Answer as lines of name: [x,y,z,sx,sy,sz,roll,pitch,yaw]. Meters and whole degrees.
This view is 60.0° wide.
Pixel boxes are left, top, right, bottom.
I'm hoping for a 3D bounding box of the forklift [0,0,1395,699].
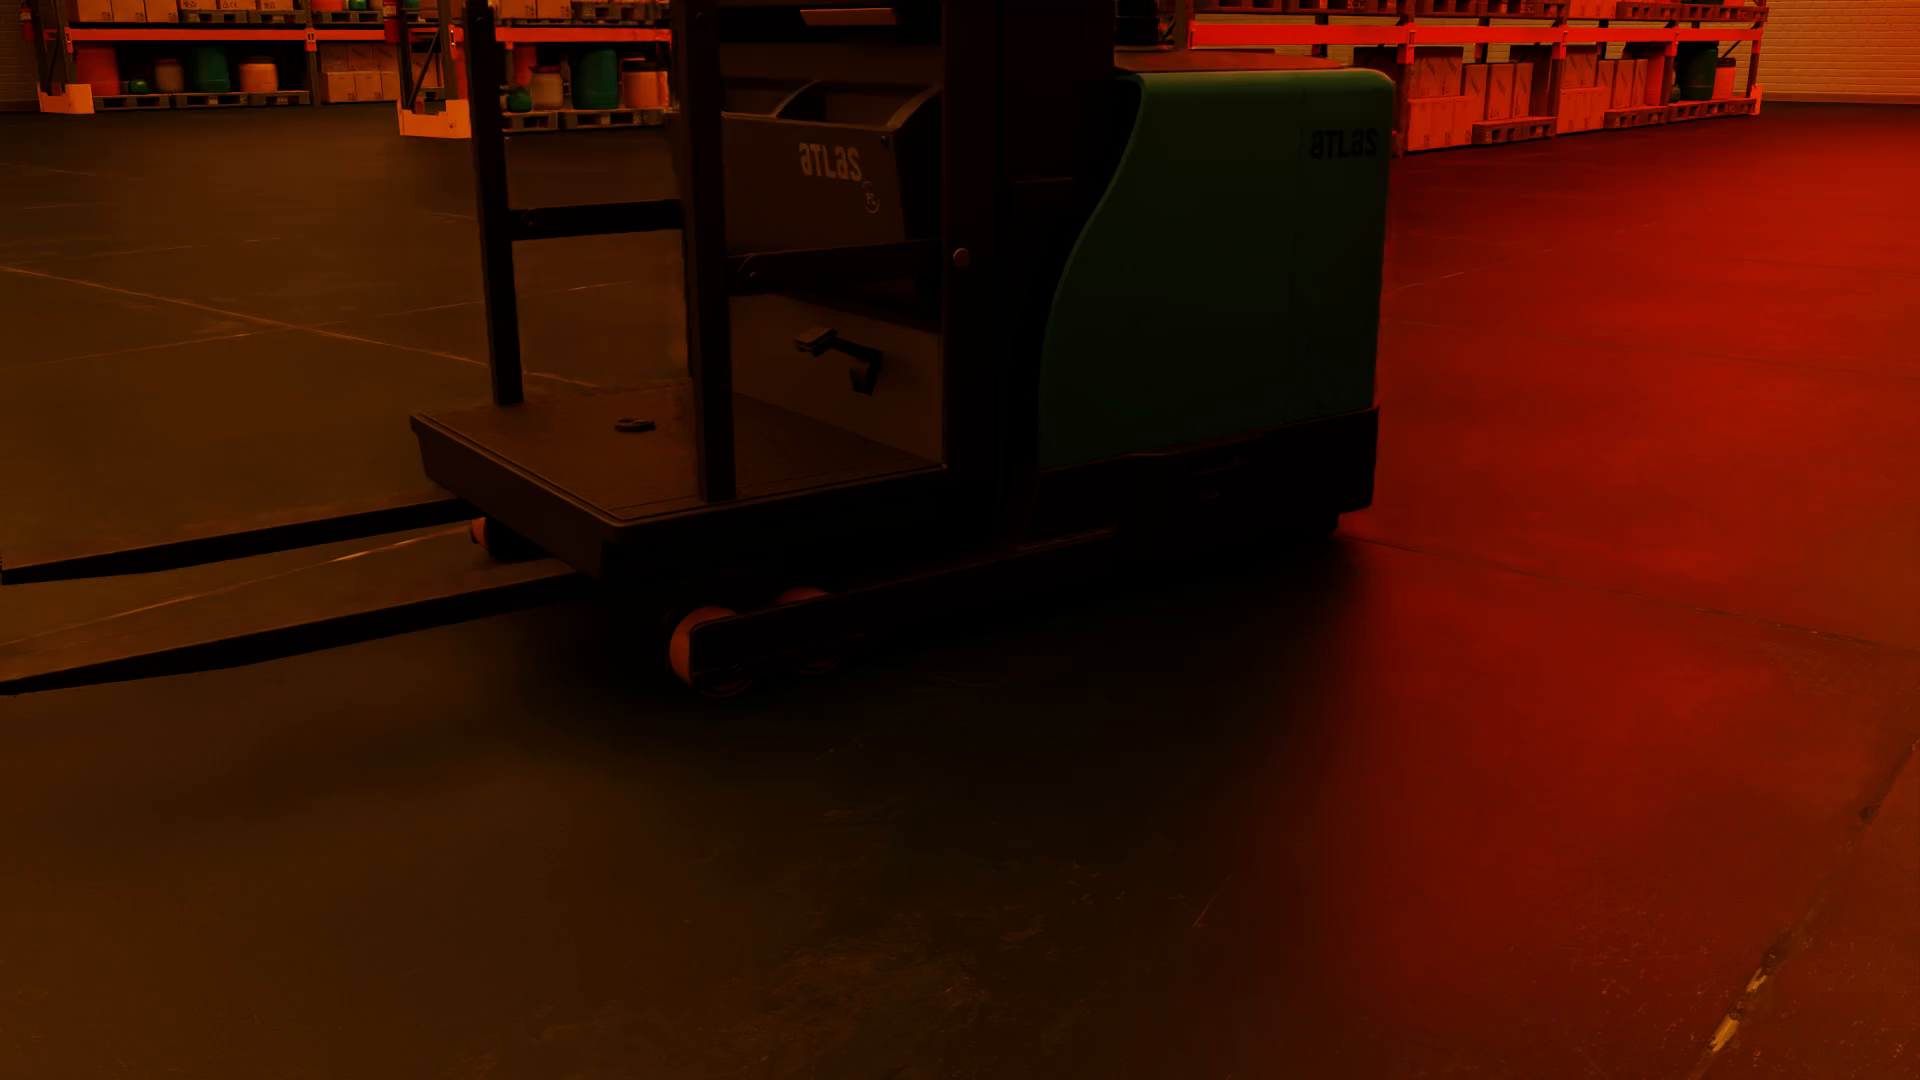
forklift: [-0.502,-1.290,3.147,3.031,2.935,1.130,-12,21,-34]
